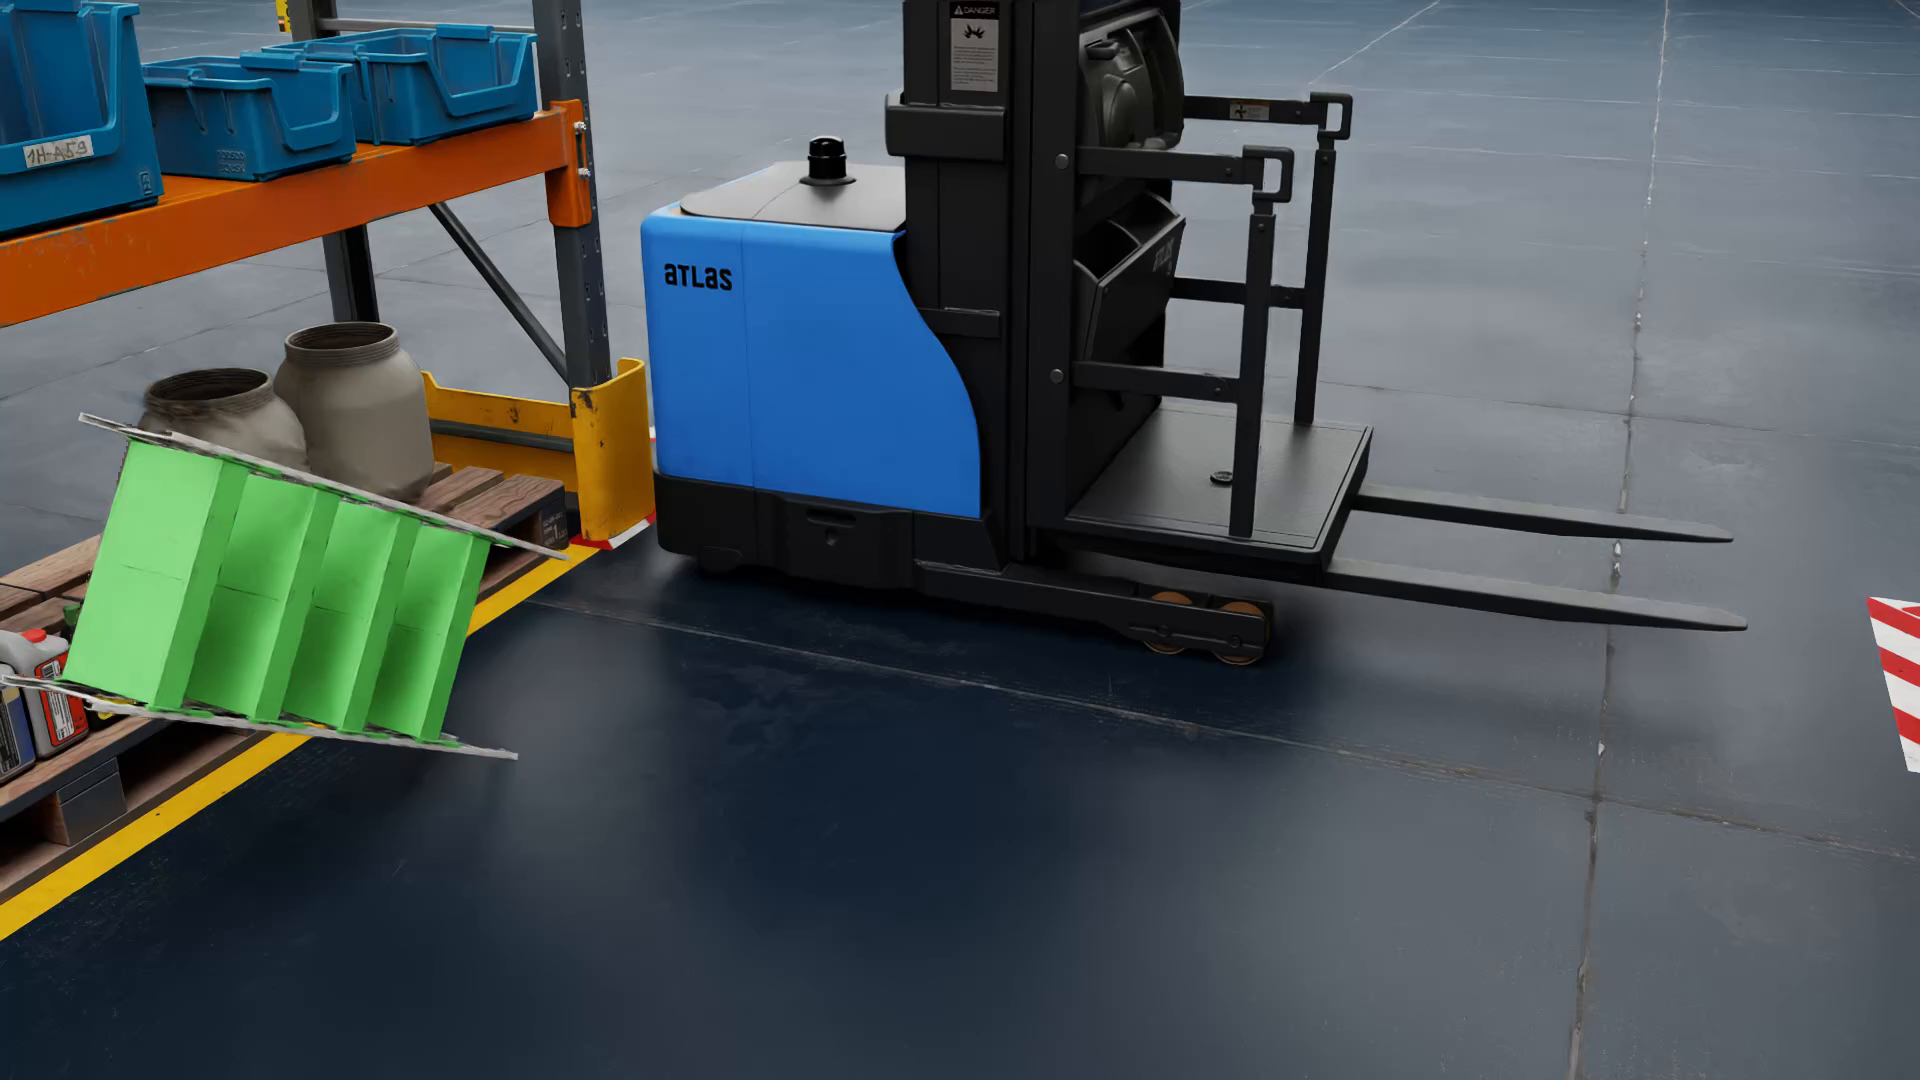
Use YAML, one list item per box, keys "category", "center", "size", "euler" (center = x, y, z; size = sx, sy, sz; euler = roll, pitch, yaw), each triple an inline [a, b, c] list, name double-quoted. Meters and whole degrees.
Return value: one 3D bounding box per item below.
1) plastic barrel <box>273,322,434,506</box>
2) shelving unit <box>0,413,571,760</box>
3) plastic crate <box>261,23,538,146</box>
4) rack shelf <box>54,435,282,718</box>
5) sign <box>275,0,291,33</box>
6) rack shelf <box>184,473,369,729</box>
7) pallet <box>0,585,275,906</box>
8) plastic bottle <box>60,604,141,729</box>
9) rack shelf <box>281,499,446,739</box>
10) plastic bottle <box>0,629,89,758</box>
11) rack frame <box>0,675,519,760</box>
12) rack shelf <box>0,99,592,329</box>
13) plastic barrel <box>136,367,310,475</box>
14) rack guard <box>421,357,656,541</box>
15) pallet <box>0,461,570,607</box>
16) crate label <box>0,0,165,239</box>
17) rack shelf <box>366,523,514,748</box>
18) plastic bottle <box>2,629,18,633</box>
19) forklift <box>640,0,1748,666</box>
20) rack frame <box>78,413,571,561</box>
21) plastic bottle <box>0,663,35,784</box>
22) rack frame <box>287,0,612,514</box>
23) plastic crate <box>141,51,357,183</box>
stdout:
- category: "plastic barrel"
  center: [-1.780, -0.351, 4.882]
  size: [0.421, 0.512, 0.421]
  euler: [0, 23, 0]
- category: "shelving unit"
  center: [-1.328, 0.146, 3.495]
  size: [0.258, 0.503, 1.200]
  euler: [11, -7, 24]
- category: "plastic crate"
  center: [-1.515, -1.261, 4.571]
  size: [0.499, 0.251, 0.616]
  euler: [9, 24, 20]
- category: "rack shelf"
  center: [-1.482, 0.067, 3.117]
  size: [0.258, 0.480, 0.148]
  euler: [11, -7, 24]
- category: "sign"
  center: [-2.116, -1.760, 5.213]
  size: [0.100, 0.325, 0.005]
  euler: [9, 24, 20]
- category: "rack shelf"
  center: [-1.393, 0.113, 3.335]
  size: [0.258, 0.480, 0.148]
  euler: [11, -7, 24]
- category: "pallet"
  center: [-2.353, 0.494, 3.794]
  size: [1.003, 0.211, 1.213]
  euler: [9, 24, 20]
- category: "plastic bottle"
  center: [-1.909, 0.263, 3.683]
  size: [0.061, 0.283, 0.133]
  euler: [9, 24, 21]
- category: "rack shelf"
  center: [-1.304, 0.158, 3.553]
  size: [0.258, 0.480, 0.148]
  euler: [11, -7, 24]
- category: "plastic bottle"
  center: [-2.001, 0.308, 3.584]
  size: [0.152, 0.276, 0.135]
  euler: [9, 24, 20]
- category: "rack frame"
  center: [-1.384, 0.382, 3.468]
  size: [0.240, 0.015, 1.200]
  euler: [11, -7, 24]
- category: "rack shelf"
  center: [-2.350, -0.504, 3.499]
  size: [1.077, 0.370, 4.000]
  euler: [9, 24, 20]
- category: "plastic barrel"
  center: [-1.967, -0.172, 4.453]
  size: [0.421, 0.512, 0.421]
  euler: [0, 23, 0]
- category: "rack guard"
  center: [-1.591, -0.365, 5.474]
  size: [1.175, 0.500, 0.348]
  euler: [9, 24, 20]
- category: "pallet"
  center: [-1.898, 0.059, 4.836]
  size: [1.003, 0.211, 1.213]
  euler: [9, 24, 20]
- category: "crate label"
  center: [-2.039, -0.871, 3.397]
  size: [0.502, 0.435, 0.616]
  euler: [9, 24, 20]
- category: "rack shelf"
  center: [-1.216, 0.204, 3.771]
  size: [0.258, 0.480, 0.148]
  euler: [11, -7, 24]
- category: "plastic bottle"
  center: [-2.100, 0.290, 3.618]
  size: [0.061, 0.283, 0.133]
  euler: [9, 24, 20]
- category: "forklift"
  center: [0.656, -1.248, 4.434]
  size: [3.031, 2.935, 1.130]
  euler: [8, 24, 19]
- category: "rack frame"
  center: [-1.272, -0.090, 3.522]
  size: [0.240, 0.015, 1.200]
  euler: [11, -7, 24]
- category: "plastic bottle"
  center: [-2.053, 0.358, 3.465]
  size: [0.152, 0.276, 0.135]
  euler: [8, 24, 19]
- category: "rack frame"
  center: [-1.607, -1.552, 5.074]
  size: [1.000, 3.000, 0.127]
  euler: [9, 24, 20]
- category: "plastic crate"
  center: [-1.762, -1.030, 4.017]
  size: [0.499, 0.251, 0.408]
  euler: [9, 24, 20]
